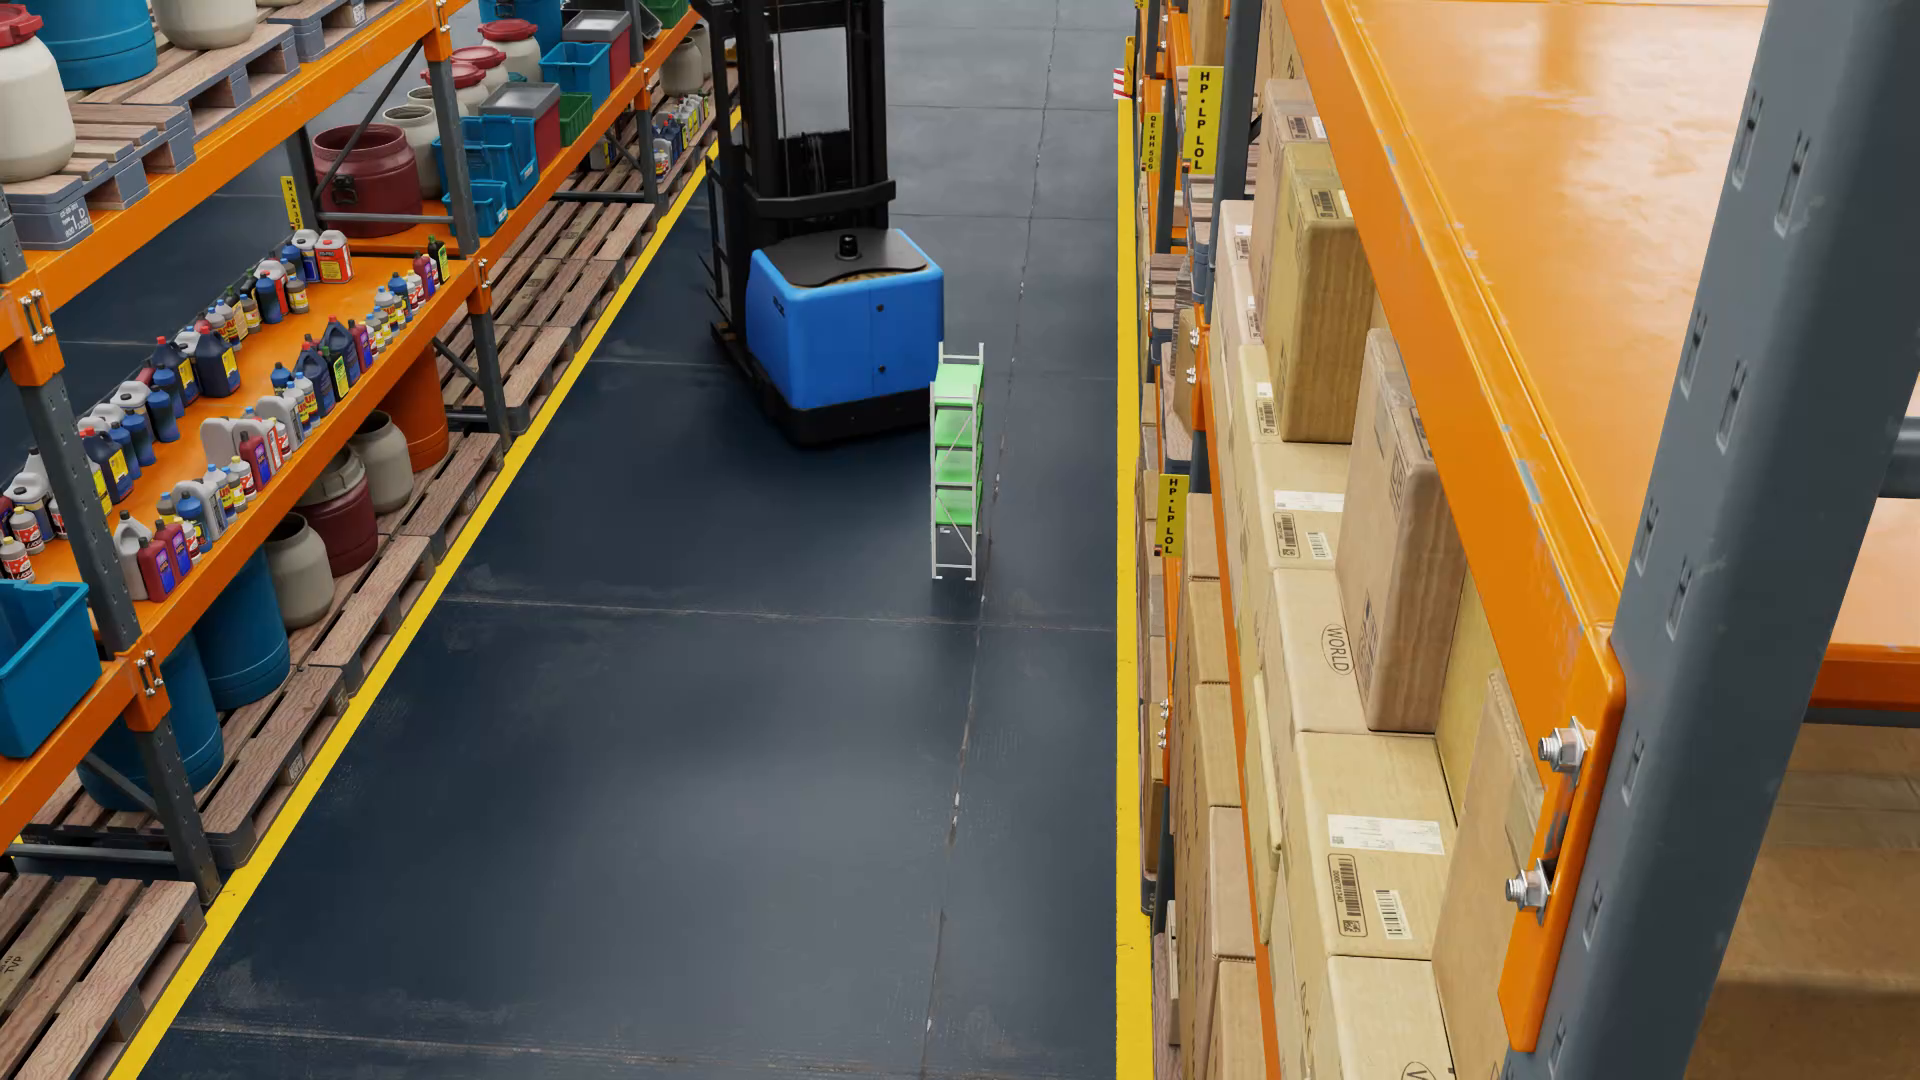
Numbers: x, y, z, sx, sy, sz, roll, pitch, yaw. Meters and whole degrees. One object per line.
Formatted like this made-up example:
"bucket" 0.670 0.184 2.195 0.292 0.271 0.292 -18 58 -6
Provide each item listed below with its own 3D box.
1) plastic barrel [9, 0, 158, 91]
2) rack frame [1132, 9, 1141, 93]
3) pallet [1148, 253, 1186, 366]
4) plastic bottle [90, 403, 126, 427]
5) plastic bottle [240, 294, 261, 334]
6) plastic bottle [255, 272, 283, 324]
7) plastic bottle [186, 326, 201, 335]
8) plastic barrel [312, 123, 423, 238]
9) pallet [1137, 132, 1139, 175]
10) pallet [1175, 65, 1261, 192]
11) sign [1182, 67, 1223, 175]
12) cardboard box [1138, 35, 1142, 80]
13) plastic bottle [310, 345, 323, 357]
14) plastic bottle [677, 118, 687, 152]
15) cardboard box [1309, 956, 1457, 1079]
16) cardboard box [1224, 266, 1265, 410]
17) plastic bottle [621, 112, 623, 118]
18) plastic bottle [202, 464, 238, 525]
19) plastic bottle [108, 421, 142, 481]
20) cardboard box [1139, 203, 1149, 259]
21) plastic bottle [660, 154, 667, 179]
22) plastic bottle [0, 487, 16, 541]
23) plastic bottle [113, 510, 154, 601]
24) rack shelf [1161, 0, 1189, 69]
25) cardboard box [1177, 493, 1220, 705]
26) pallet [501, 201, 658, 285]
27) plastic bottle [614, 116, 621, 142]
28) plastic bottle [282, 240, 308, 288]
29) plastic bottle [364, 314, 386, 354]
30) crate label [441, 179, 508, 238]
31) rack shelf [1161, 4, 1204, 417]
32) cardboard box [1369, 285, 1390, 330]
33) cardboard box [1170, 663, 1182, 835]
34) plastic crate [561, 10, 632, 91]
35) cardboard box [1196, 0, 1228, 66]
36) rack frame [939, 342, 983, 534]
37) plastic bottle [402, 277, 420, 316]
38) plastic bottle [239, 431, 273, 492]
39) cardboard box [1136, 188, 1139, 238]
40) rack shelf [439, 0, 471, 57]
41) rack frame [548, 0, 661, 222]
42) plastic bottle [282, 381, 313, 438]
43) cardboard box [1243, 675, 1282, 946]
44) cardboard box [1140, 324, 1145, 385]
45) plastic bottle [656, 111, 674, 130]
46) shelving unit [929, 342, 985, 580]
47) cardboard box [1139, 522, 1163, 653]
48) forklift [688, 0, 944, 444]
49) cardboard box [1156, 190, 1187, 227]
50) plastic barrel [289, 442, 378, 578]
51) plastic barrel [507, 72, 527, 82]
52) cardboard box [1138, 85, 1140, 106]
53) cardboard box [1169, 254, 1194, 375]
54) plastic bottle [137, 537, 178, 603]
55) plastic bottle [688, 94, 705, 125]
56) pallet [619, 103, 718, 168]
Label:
"plastic barrel" -3.672 -2.348 6.743 0.600 0.901 0.708 2 32 4
"rack frame" 2.255 -5.841 16.149 1.000 3.000 0.127 2 32 4
"pallet" 1.618 -1.218 8.831 1.213 0.211 1.003 2 32 4
"plastic bottle" -3.867 -0.472 7.555 0.152 0.276 0.135 2 32 4
"plastic bottle" -3.776 -1.203 8.812 0.097 0.201 0.097 0 32 0
"plastic bottle" -3.704 -1.300 8.903 0.097 0.271 0.097 0 32 0
"plastic bottle" -3.821 -0.940 8.320 0.097 0.271 0.097 0 32 0
"plastic barrel" -3.597 -2.185 10.086 0.600 0.536 0.708 2 32 4
"pallet" 2.132 -3.616 15.196 1.003 0.211 1.213 2 32 4
"pallet" 1.482 -1.643 6.658 1.213 0.211 1.003 2 32 4
"sign" 0.725 -1.253 4.976 0.100 0.325 0.005 2 32 4
"cardboard box" 1.951 -4.636 15.699 0.500 0.500 0.500 2 32 4
"plastic bottle" -3.120 -0.830 8.130 0.061 0.283 0.133 2 32 4
"plastic bottle" -2.458 -3.581 14.652 0.061 0.283 0.133 4 32 6
"cardboard box" 0.740 0.820 2.148 0.500 0.250 0.500 2 32 4
"cardboard box" 0.952 -0.487 4.268 0.500 0.250 0.500 2 32 4
"plastic bottle" -3.176 -4.033 15.385 0.061 0.283 0.133 3 32 5
"plastic bottle" -3.175 -0.201 7.120 0.097 0.271 0.097 0 32 0
"plastic bottle" -3.752 -0.404 7.449 0.097 0.271 0.097 0 32 0
"cardboard box" 1.560 -2.258 12.022 0.500 0.311 0.500 1 32 2
"plastic bottle" -2.536 -3.160 14.046 0.097 0.201 0.097 0 32 0
"plastic bottle" -3.975 -0.073 6.900 0.061 0.283 0.133 2 32 4
"plastic bottle" -3.304 0.050 6.637 0.144 0.351 0.185 2 32 4
"rack shelf" 1.766 -3.674 10.460 1.077 0.370 4.000 2 32 4
"cardboard box" 0.959 0.200 5.298 0.500 0.500 0.500 3 32 5
"pallet" -3.033 -2.363 13.164 1.003 0.211 1.213 2 32 4
"plastic bottle" -3.077 -3.692 14.833 0.061 0.283 0.133 2 32 4
"plastic bottle" -3.727 -1.544 9.300 0.097 0.271 0.097 0 32 0
"plastic bottle" -3.035 -1.071 8.599 0.097 0.201 0.097 0 32 0
"crate label" -2.925 -2.004 10.083 0.303 0.233 0.416 2 32 4
"rack shelf" 1.441 -1.582 7.066 1.077 0.370 4.000 2 32 4
"cardboard box" 1.171 -0.270 3.202 0.700 0.500 0.500 2 32 4
"cardboard box" 0.965 0.646 5.527 0.500 0.500 0.500 3 32 5
"plastic crate" -2.742 -3.724 12.652 0.402 0.464 0.583 2 32 4
"cardboard box" 1.518 -2.209 7.301 0.910 0.500 0.500 2 32 4
"rack frame" 0.006 -0.552 9.282 0.240 1.200 0.015 2 32 4
"plastic bottle" -2.995 -1.326 9.012 0.097 0.201 0.097 0 32 0
"plastic bottle" -3.131 -0.368 7.379 0.061 0.283 0.133 2 32 4
"cardboard box" 1.650 -2.557 13.041 0.500 0.250 0.500 2 32 3
"rack shelf" -3.170 -3.888 10.806 1.077 0.370 4.000 2 32 4
"rack frame" -3.007 -3.963 13.101 1.000 3.000 0.127 2 32 4
"plastic bottle" -3.110 -0.615 7.792 0.097 0.271 0.097 0 32 0
"cardboard box" 0.811 0.510 3.128 0.500 0.250 0.500 2 32 4
"cardboard box" 1.442 -1.221 10.873 0.500 0.250 0.500 2 32 3
"plastic bottle" -2.628 -3.709 14.866 0.152 0.276 0.135 2 32 4
"shelving unit" -0.013 -0.424 9.075 0.258 1.200 0.503 2 32 4
"cardboard box" 1.162 0.254 8.222 0.500 0.500 0.500 1 32 2
"forklift" -1.113 -2.605 10.963 1.130 2.935 3.031 -12 34 -19
"cardboard box" 1.401 -2.033 10.209 0.380 0.149 0.250 2 32 4
"plastic barrel" -3.448 -0.176 8.855 0.600 0.588 0.708 2 32 4
"plastic barrel" -3.268 -3.218 12.025 0.301 0.262 0.301 0 32 0
"cardboard box" 1.911 -4.055 15.472 0.500 0.250 0.500 2 32 4
"cardboard box" 1.400 -1.075 7.919 0.700 0.500 0.500 8 33 13
"plastic bottle" -3.204 0.097 6.626 0.061 0.283 0.133 2 32 4
"plastic bottle" -2.442 -3.972 15.294 0.152 0.276 0.135 3 32 4
"pallet" -2.814 -3.765 15.438 1.003 0.211 1.213 2 32 4
